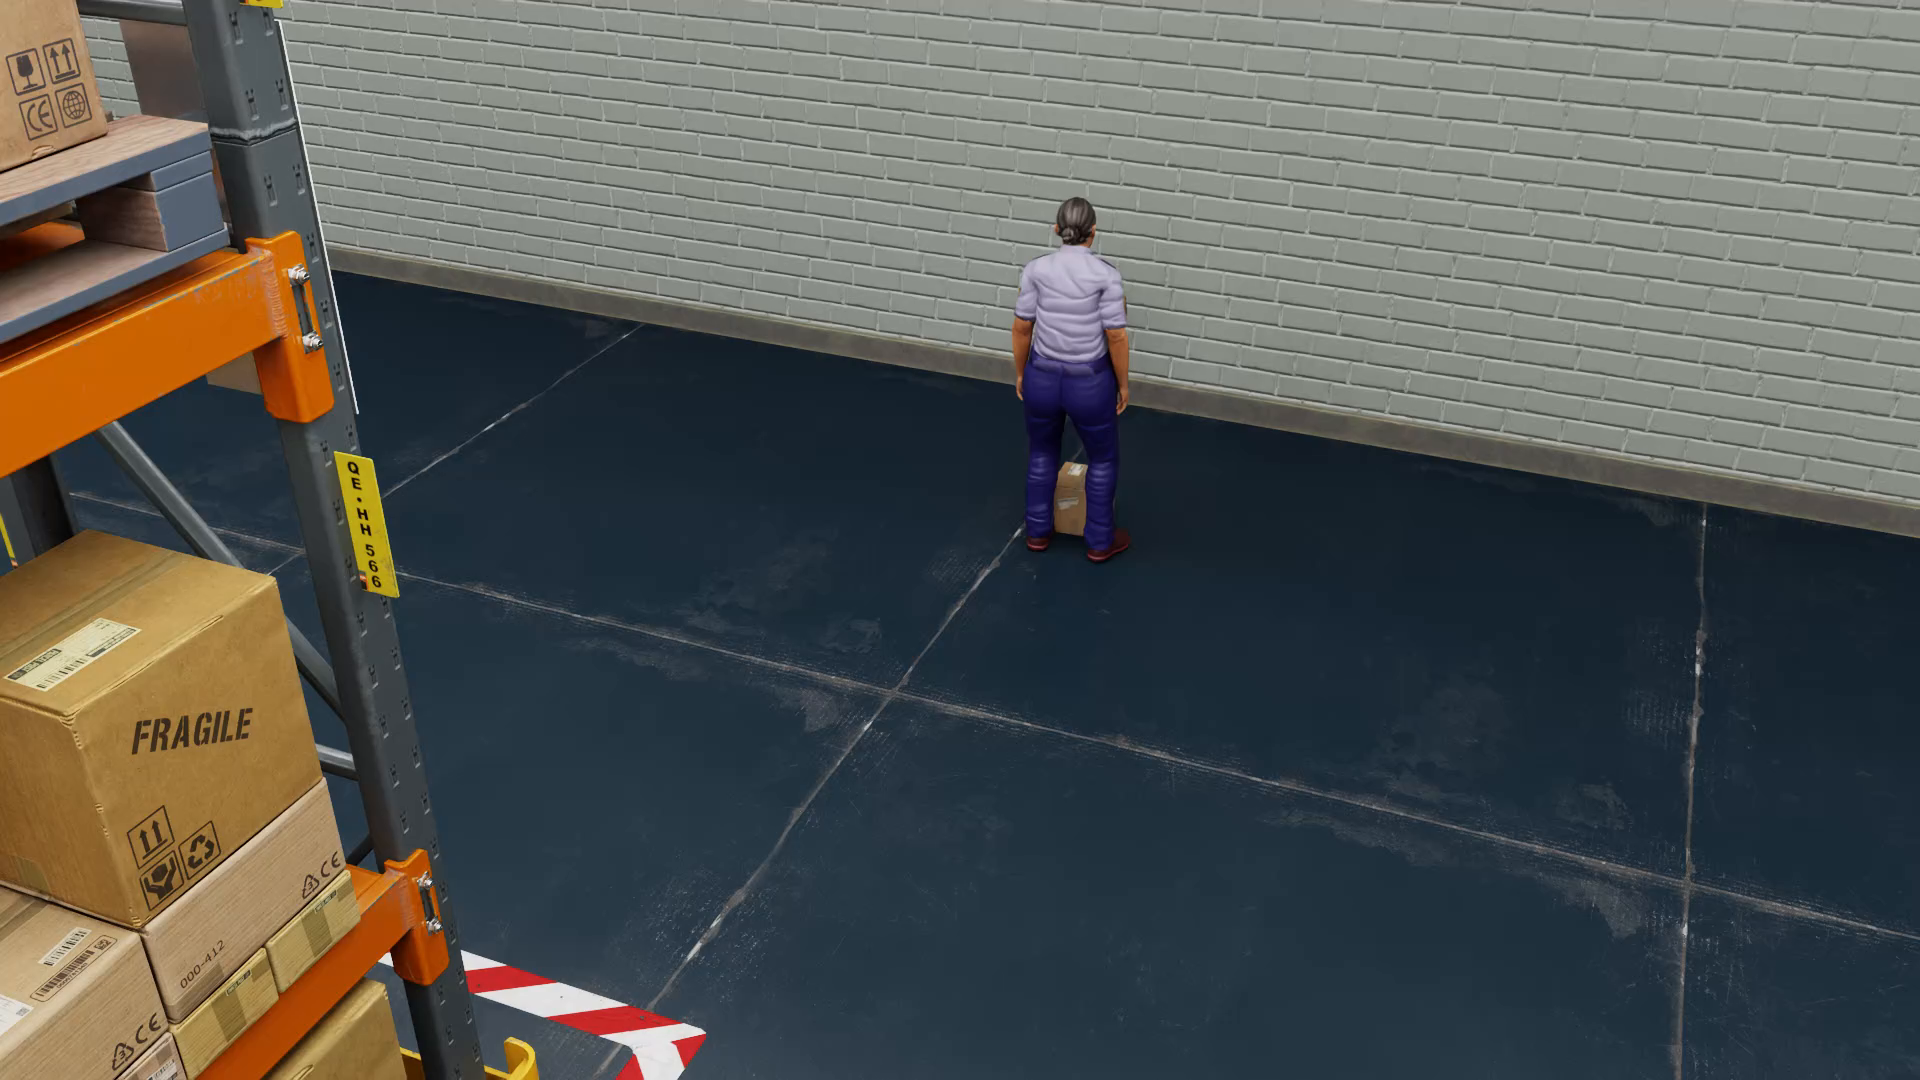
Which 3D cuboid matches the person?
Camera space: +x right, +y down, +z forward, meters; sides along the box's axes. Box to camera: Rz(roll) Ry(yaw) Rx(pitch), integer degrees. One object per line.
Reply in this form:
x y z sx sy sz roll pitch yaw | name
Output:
0.501 -0.686 7.335 0.548 1.650 0.375 10 31 17 | person
